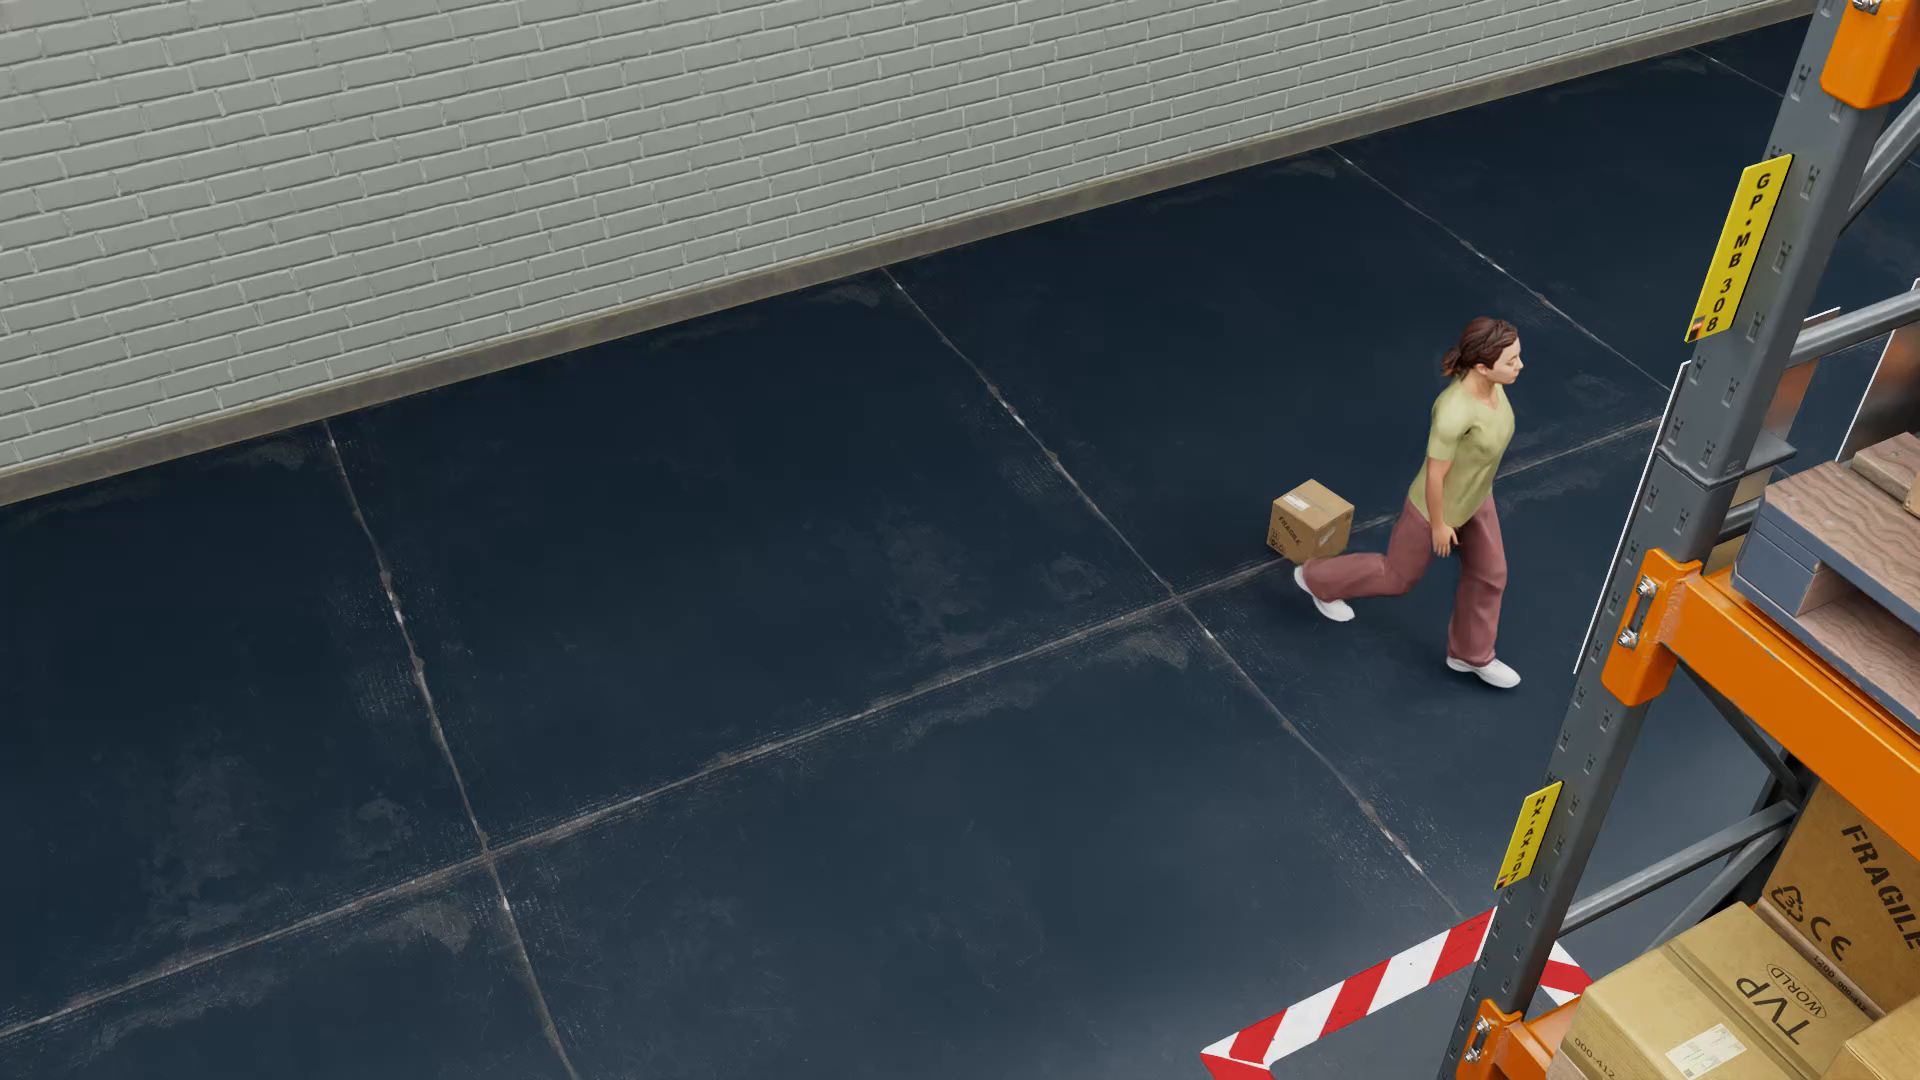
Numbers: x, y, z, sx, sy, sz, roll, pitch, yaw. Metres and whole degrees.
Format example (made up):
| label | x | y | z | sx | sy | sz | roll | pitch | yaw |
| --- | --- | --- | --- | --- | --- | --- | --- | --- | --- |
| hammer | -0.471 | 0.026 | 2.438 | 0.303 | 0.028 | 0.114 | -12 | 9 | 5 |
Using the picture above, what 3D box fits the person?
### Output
| label | x | y | z | sx | sy | sz | roll | pitch | yaw |
| --- | --- | --- | --- | --- | --- | --- | --- | --- | --- |
| person | 1.826 | -0.171 | 6.357 | 0.974 | 1.631 | 0.441 | 29 | 49 | 29 |
